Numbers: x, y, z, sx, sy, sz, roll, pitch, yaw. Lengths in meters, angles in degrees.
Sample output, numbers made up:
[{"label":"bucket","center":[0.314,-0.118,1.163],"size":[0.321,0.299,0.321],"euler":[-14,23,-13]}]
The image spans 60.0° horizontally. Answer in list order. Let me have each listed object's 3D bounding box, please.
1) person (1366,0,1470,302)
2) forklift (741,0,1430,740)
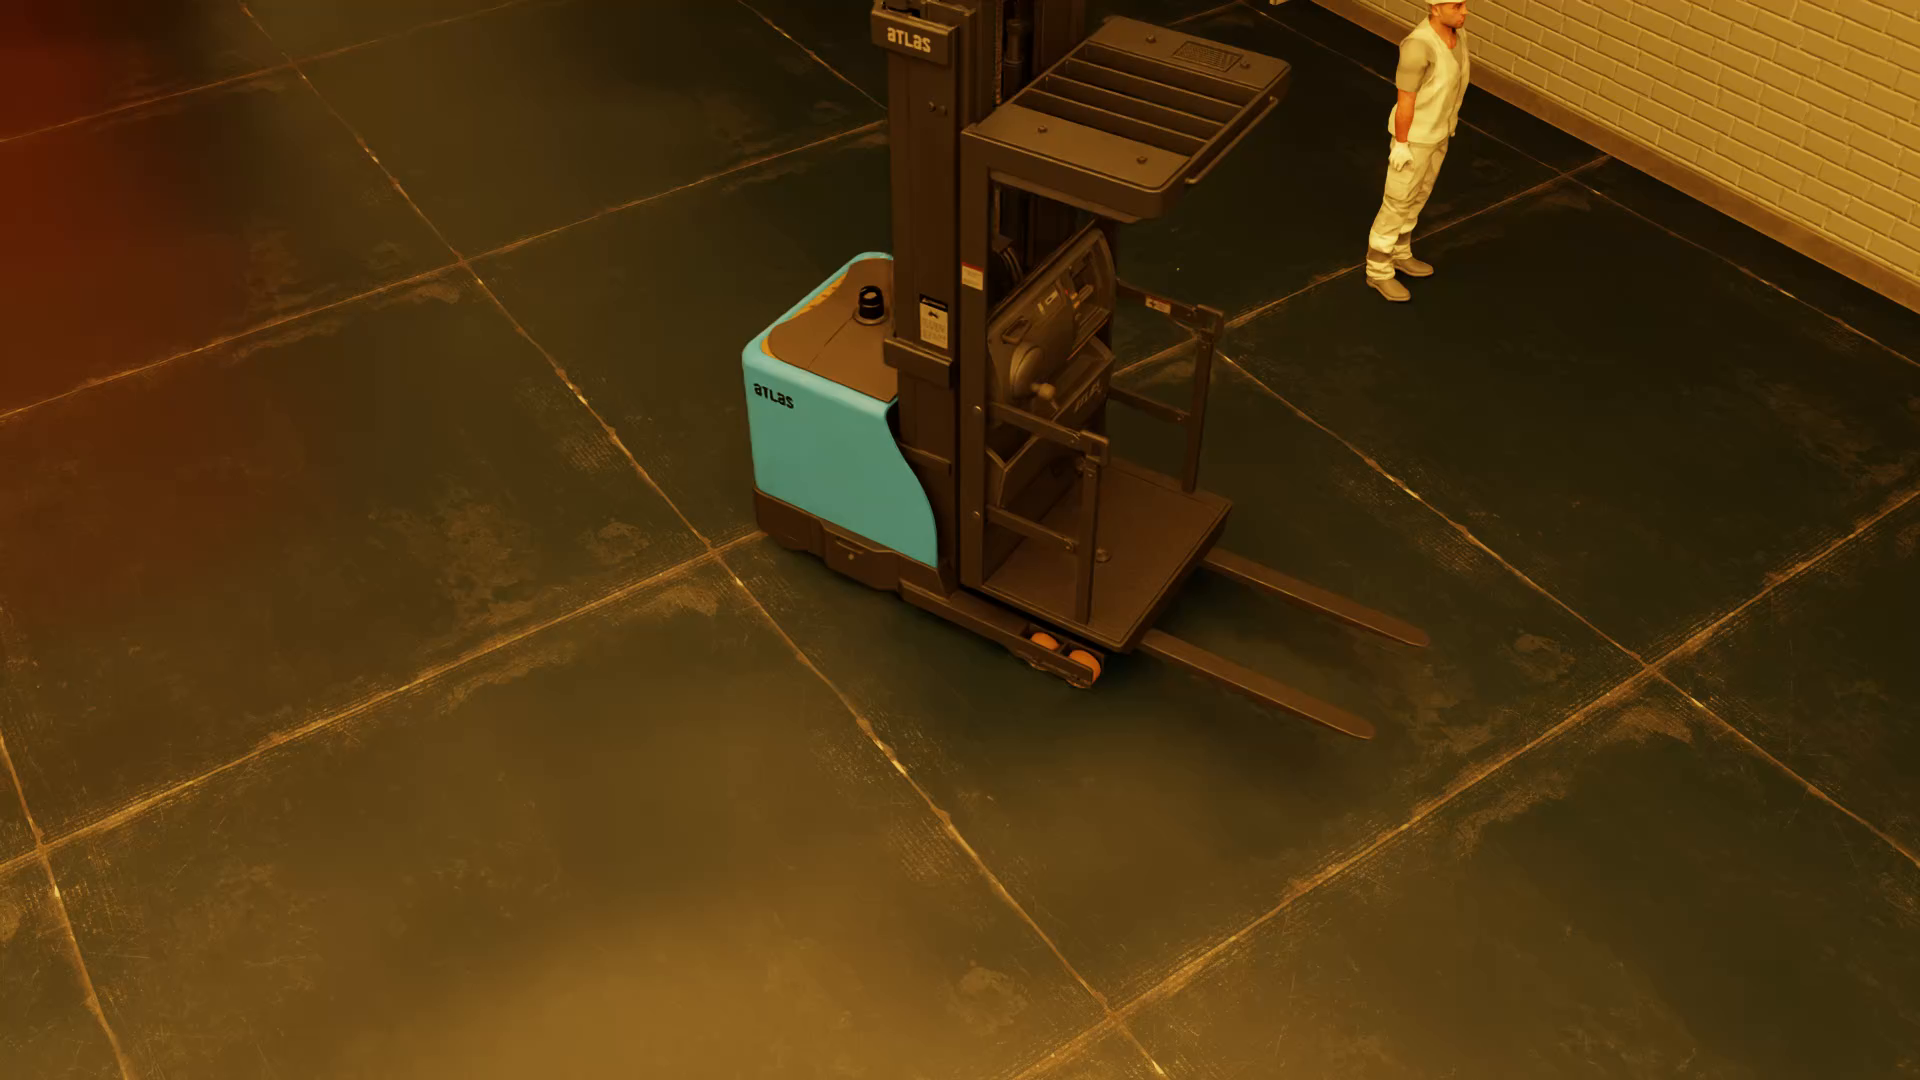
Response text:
[{"label":"person","center":[2.495,-2.168,8.910],"size":[0.369,1.795,0.526],"euler":[28,50,27]},{"label":"forklift","center":[0.552,-0.852,6.640],"size":[3.031,2.935,1.130],"euler":[23,47,23]}]
